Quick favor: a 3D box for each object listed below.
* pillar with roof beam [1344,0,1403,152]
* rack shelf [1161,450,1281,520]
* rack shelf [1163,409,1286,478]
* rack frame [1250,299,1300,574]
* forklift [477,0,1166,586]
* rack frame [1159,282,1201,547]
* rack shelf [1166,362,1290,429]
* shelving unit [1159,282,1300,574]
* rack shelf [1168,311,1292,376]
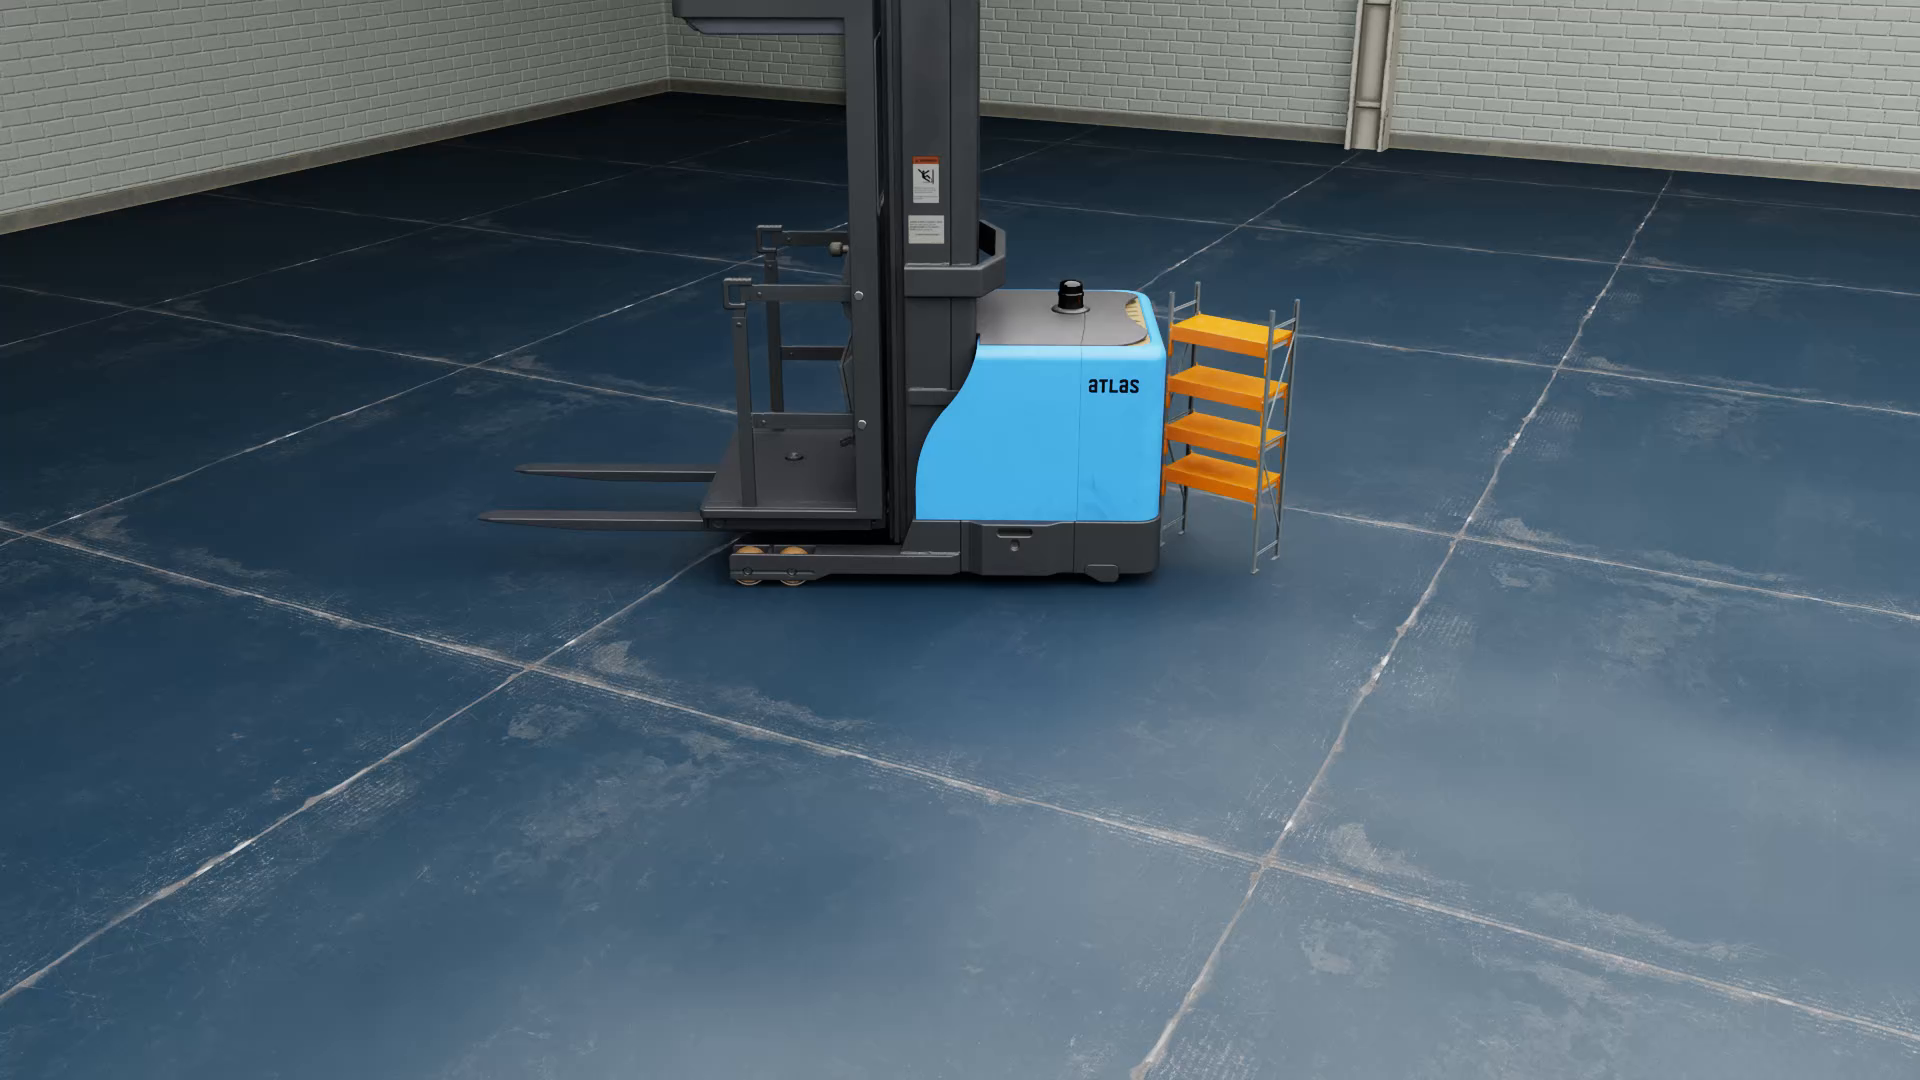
[{"bbox_3d":[2.308,-6.737,12.092,0.400,9.000,9.100,11,25,25],"label":"pillar with roof beam"},{"bbox_3d":[1.179,-0.252,7.488,0.480,0.148,0.258,17,28,35],"label":"rack shelf"},{"bbox_3d":[1.179,-0.435,7.410,0.480,0.148,0.258,17,28,35],"label":"rack shelf"},{"bbox_3d":[1.372,-0.438,7.246,0.015,1.200,0.240,17,28,35],"label":"rack frame"},{"bbox_3d":[-0.630,-1.355,7.191,3.031,2.935,1.130,1,23,1],"label":"forklift"},{"bbox_3d":[0.987,-0.555,7.523,0.015,1.200,0.240,17,28,35],"label":"rack frame"},{"bbox_3d":[1.179,-0.640,7.323,0.480,0.148,0.258,17,28,35],"label":"rack shelf"},{"bbox_3d":[1.179,-0.496,7.384,0.503,1.200,0.258,17,28,35],"label":"shelving unit"},{"bbox_3d":[1.179,-0.858,7.230,0.480,0.148,0.258,17,28,35],"label":"rack shelf"}]
